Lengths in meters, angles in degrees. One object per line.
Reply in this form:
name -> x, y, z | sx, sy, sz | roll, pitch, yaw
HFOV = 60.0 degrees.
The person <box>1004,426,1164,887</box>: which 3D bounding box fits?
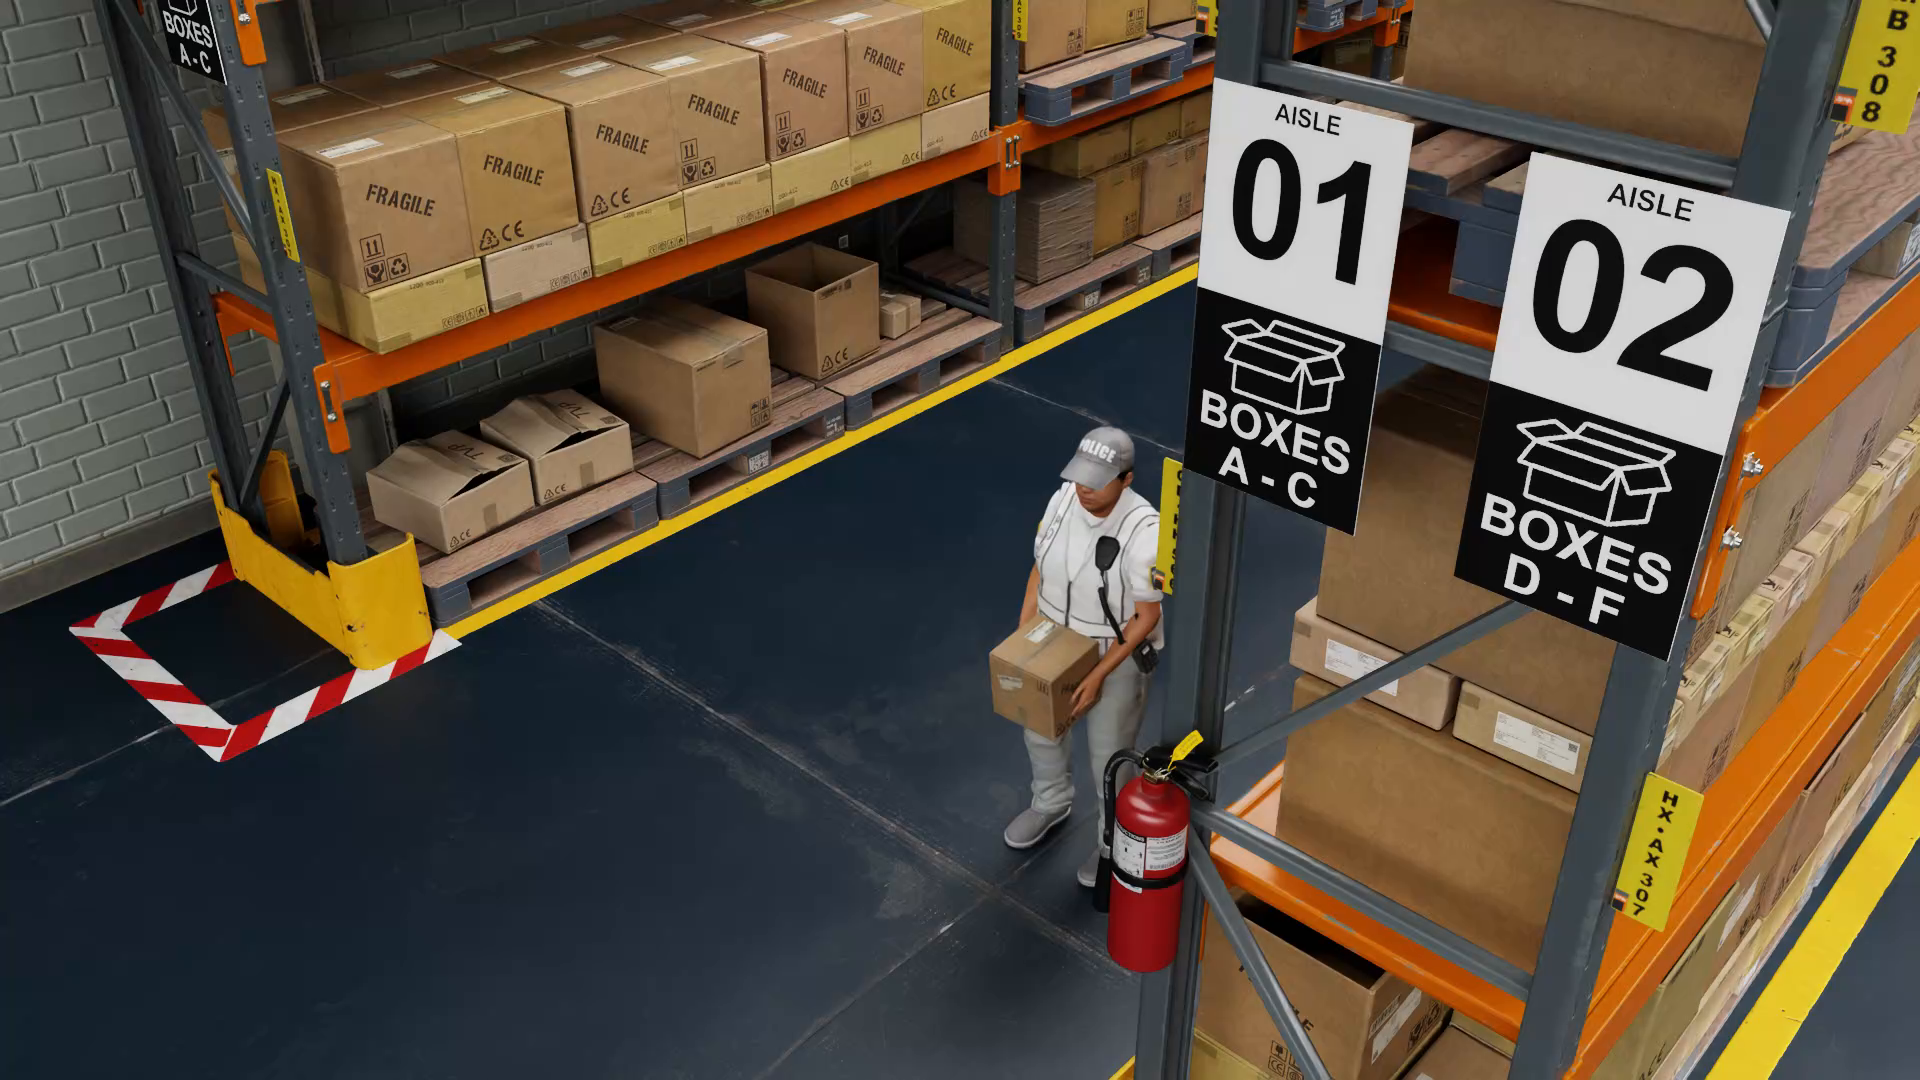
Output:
person -> 0.414, 0.388, 5.490 | 0.493, 1.671, 0.491 | 24, 39, 33
